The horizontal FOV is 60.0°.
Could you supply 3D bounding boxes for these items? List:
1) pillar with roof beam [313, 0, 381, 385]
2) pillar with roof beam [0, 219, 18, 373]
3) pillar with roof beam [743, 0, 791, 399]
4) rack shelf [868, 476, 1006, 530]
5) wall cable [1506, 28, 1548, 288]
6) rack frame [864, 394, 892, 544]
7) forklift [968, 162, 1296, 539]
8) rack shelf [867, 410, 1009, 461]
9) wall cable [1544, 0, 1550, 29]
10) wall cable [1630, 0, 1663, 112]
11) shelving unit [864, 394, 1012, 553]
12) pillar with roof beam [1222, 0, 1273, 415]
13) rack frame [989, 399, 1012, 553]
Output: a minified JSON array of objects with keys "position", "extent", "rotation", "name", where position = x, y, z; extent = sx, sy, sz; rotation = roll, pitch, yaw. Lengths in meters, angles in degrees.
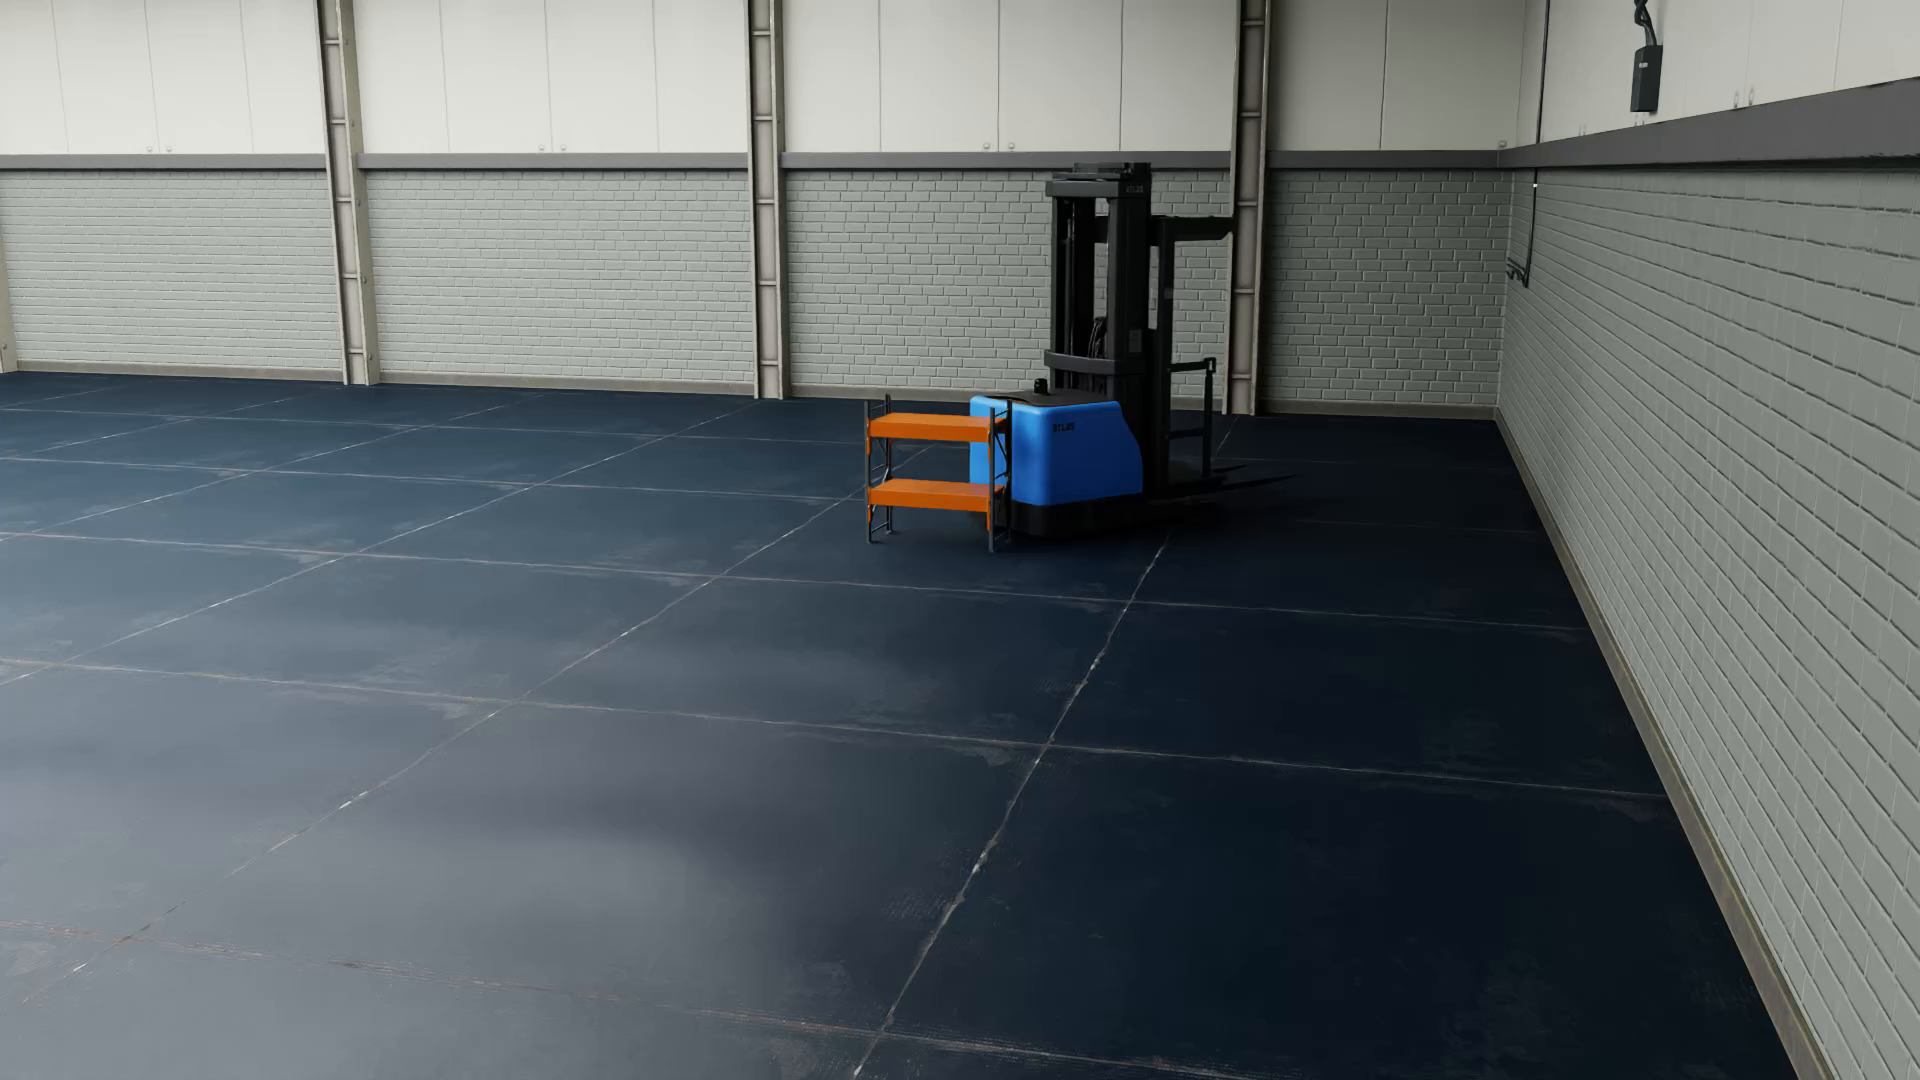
[{"position":[-9.288,-5.652,17.934],"extent":[0.400,9.000,9.100],"rotation":[3,13,14],"name":"pillar with roof beam"},{"position":[-15.113,-5.964,19.337],"extent":[0.400,9.000,9.100],"rotation":[3,13,14],"name":"pillar with roof beam"},{"position":[-3.463,-5.341,16.530],"extent":[0.400,9.000,9.100],"rotation":[3,13,14],"name":"pillar with roof beam"},{"position":[-0.166,-0.297,13.105],"extent":[1.000,0.278,0.538],"rotation":[4,13,18],"name":"rack shelf"},{"position":[5.937,-3.988,17.601],"extent":[0.112,2.526,3.097],"rotation":[3,13,14],"name":"wall cable"},{"position":[-0.648,-0.571,13.209],"extent":[0.032,1.125,0.500],"rotation":[4,13,18],"name":"rack frame"},{"position":[1.564,-1.663,13.964],"extent":[3.031,2.935,1.130],"rotation":[-9,15,-34],"name":"forklift"},{"position":[-0.166,-0.822,12.989],"extent":[1.000,0.278,0.538],"rotation":[4,13,18],"name":"rack shelf"},{"position":[5.289,-5.885,14.490],"extent":[0.112,2.526,3.097],"rotation":[3,13,14],"name":"wall cable"},{"position":[3.647,-5.168,7.902],"extent":[0.169,6.003,2.305],"rotation":[3,13,14],"name":"wall cable"},{"position":[-0.166,-0.536,13.052],"extent":[1.048,1.125,0.538],"rotation":[4,13,18],"name":"shelving unit"},{"position":[2.362,-5.029,15.127],"extent":[0.400,9.000,9.100],"rotation":[3,13,14],"name":"pillar with roof beam"},{"position":[0.316,-0.501,12.895],"extent":[0.032,1.125,0.500],"rotation":[4,13,18],"name":"rack frame"}]
